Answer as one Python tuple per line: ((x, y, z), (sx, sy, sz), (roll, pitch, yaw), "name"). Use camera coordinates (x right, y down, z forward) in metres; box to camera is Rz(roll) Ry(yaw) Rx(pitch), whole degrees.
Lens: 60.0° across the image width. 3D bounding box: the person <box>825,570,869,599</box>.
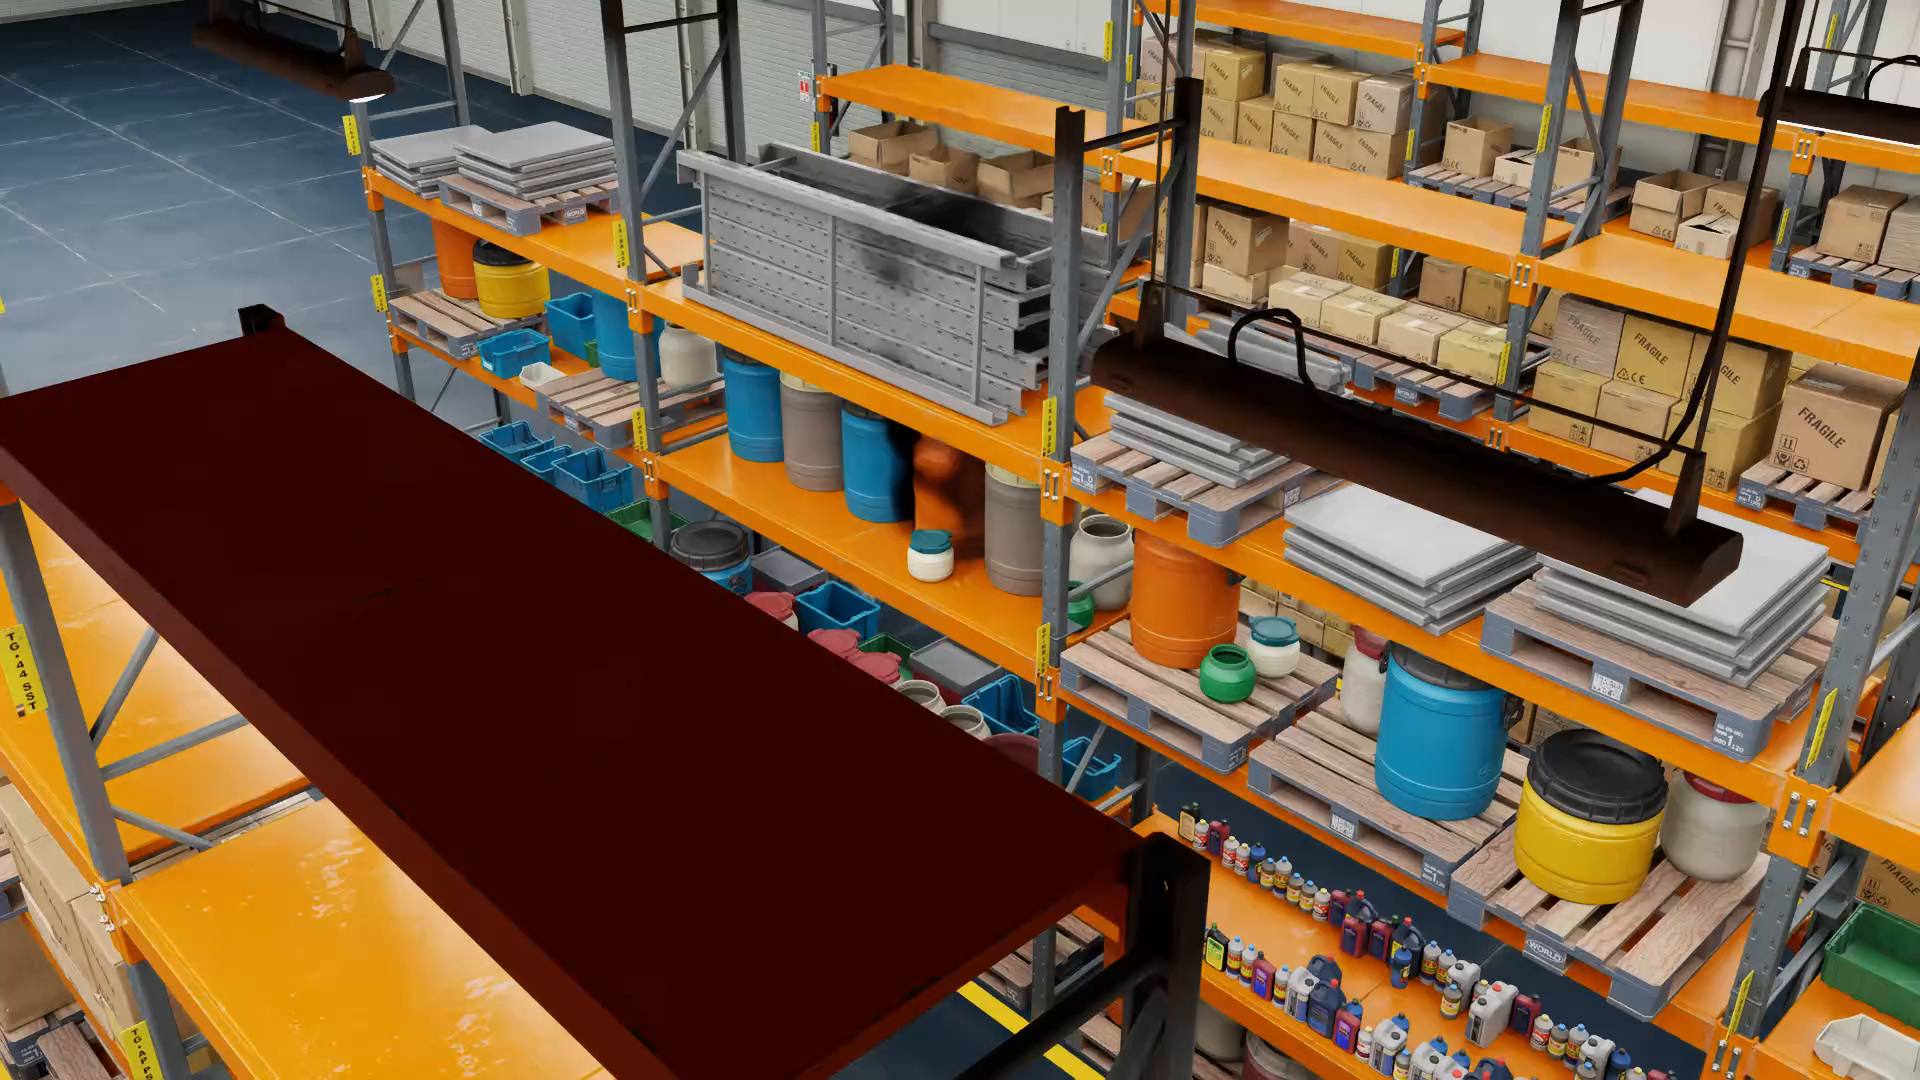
((-1.136, 0.025, 15.097), (0.593, 1.643, 0.603), (18, 33, 30), "person")
